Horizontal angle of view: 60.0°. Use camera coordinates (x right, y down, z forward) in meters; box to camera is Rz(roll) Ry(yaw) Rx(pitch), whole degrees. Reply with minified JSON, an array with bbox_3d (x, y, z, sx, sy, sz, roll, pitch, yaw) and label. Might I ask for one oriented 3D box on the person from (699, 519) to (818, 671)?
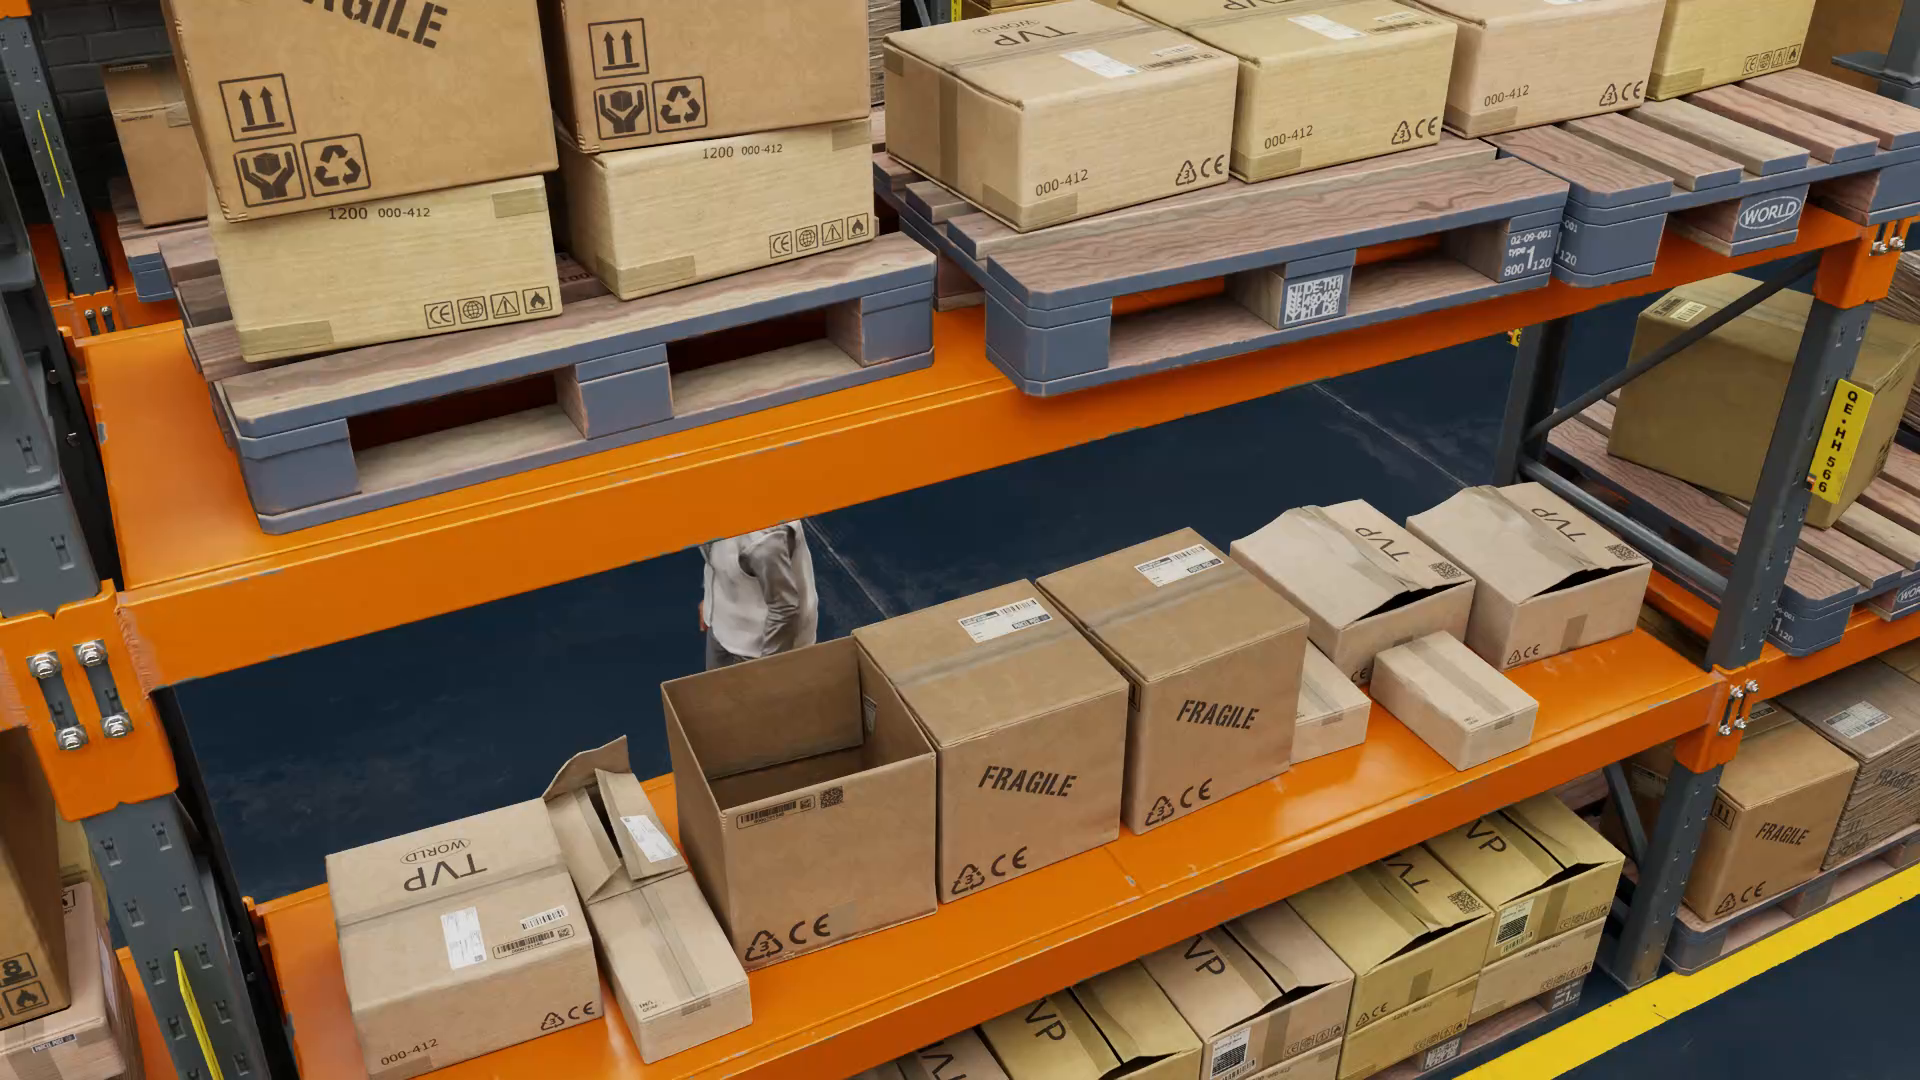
[{"bbox_3d":[-0.722,0.309,5.636,0.462,1.770,0.579,-17,36,-24],"label":"person"}]
